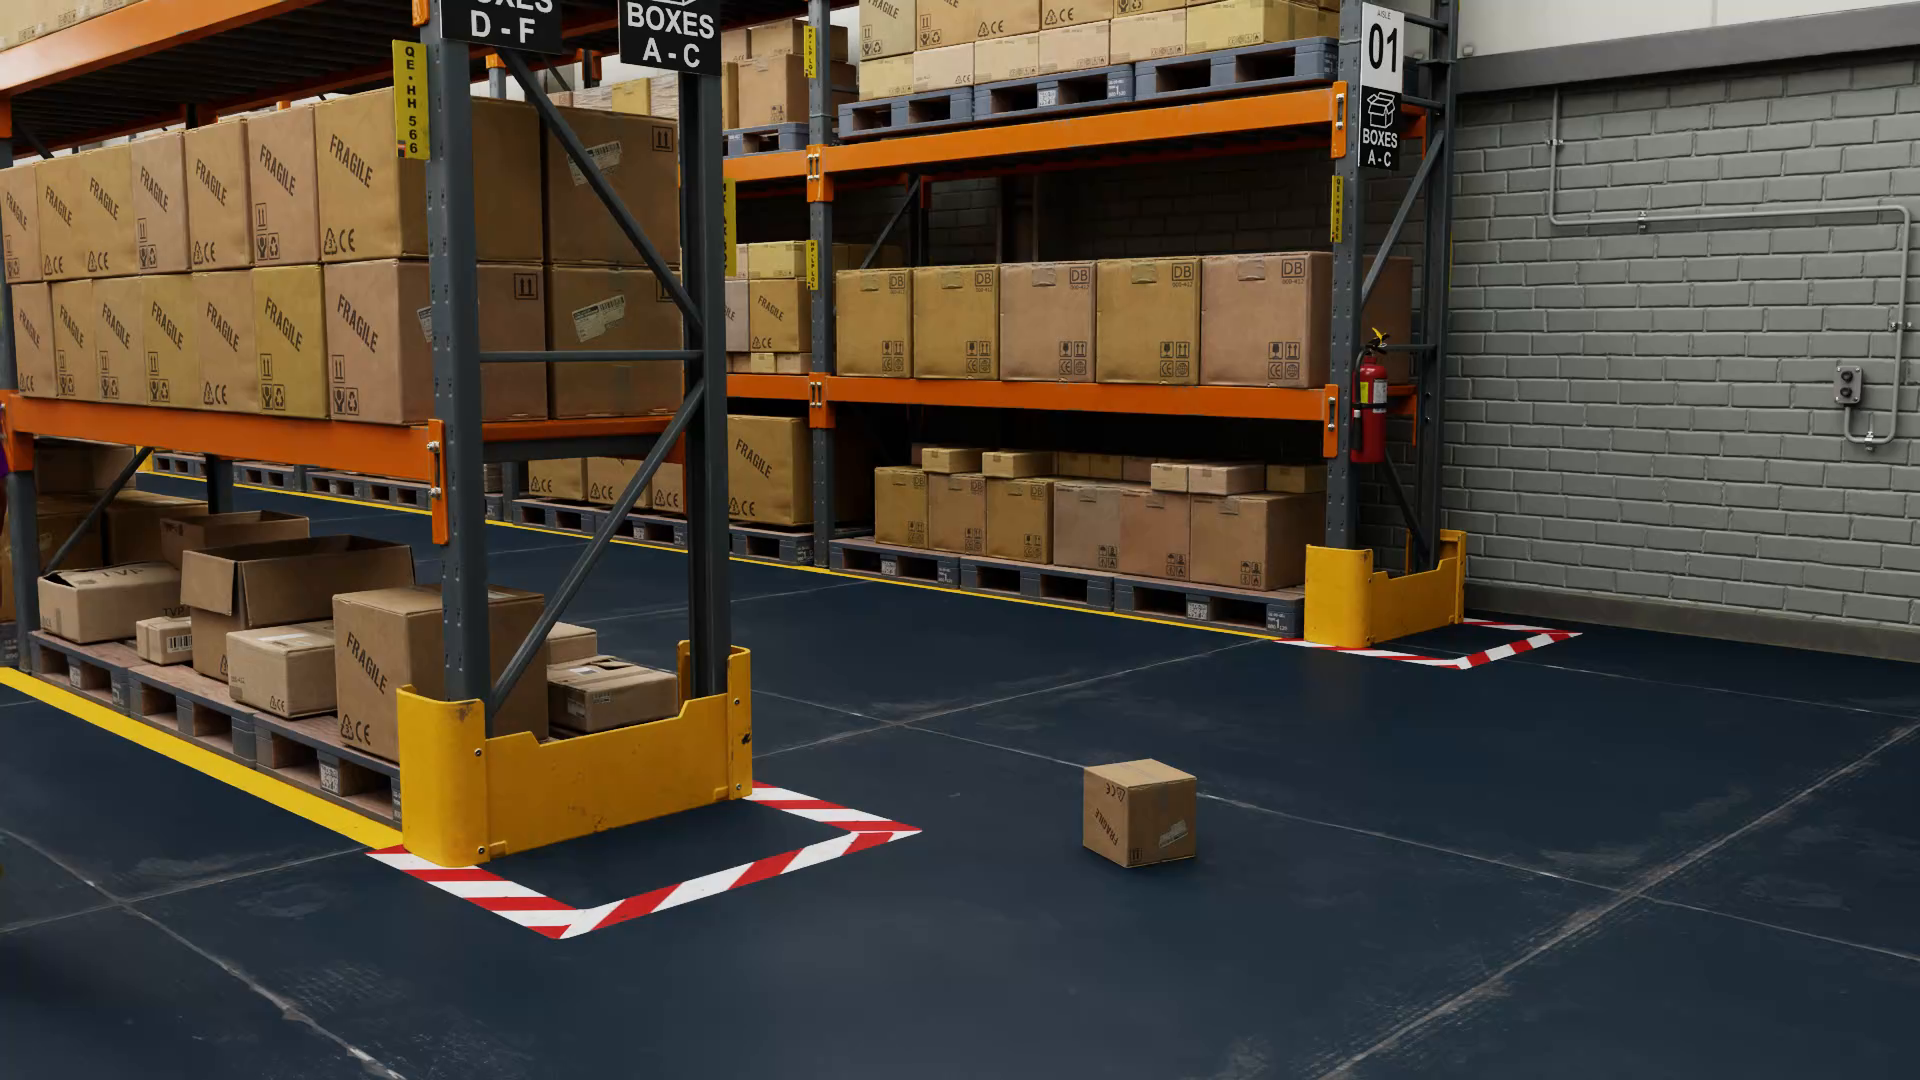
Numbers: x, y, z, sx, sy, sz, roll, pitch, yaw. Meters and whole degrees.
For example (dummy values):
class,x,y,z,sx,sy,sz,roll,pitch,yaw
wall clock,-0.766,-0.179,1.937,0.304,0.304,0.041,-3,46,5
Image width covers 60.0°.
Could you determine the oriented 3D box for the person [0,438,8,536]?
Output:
class,x,y,z,sx,sy,sz,roll,pitch,yaw
person,-2.970,0.121,4.635,0.886,1.749,0.588,7,10,44
